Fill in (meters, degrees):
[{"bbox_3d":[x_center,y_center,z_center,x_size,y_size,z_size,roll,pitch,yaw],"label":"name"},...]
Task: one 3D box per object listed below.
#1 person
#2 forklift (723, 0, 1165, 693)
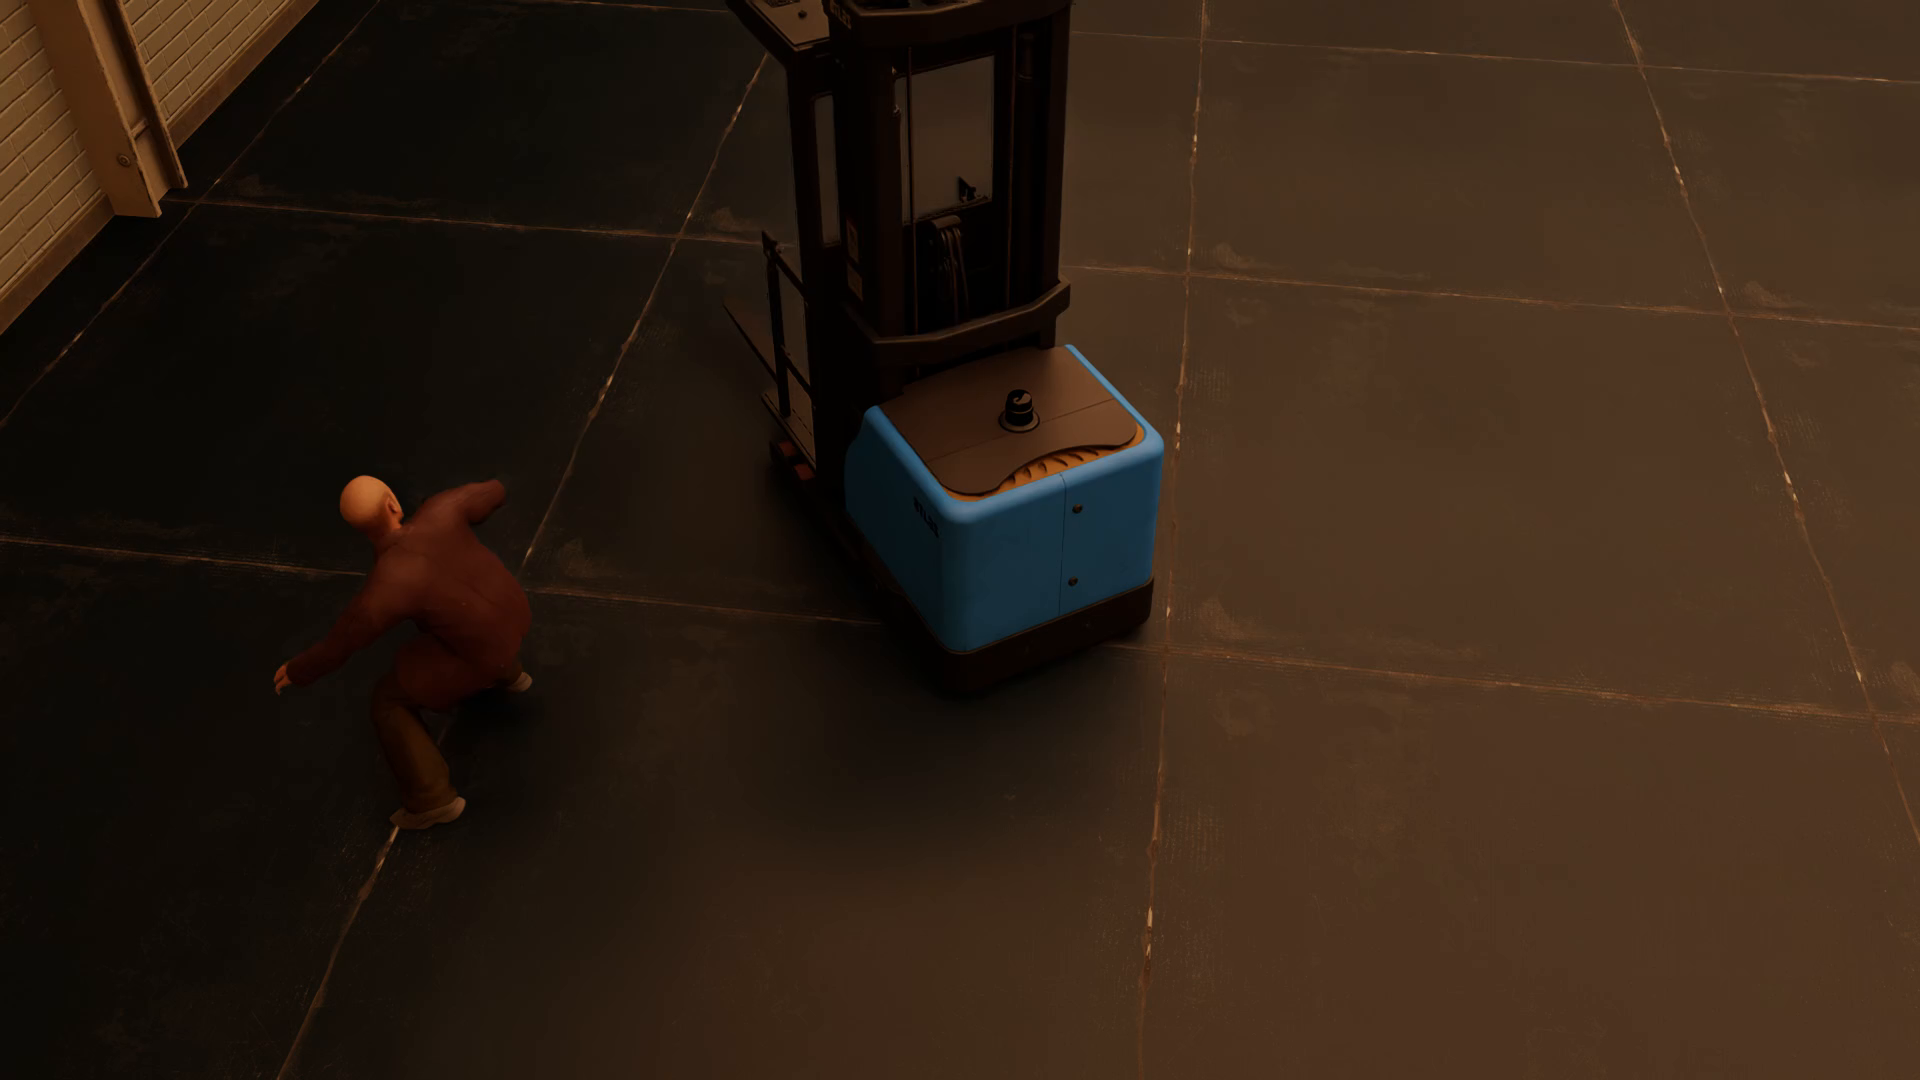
[{"bbox_3d":[-2.122,0.335,6.461,0.861,1.547,0.879,12,44,13],"label":"person"},{"bbox_3d":[-0.281,-1.422,7.272,1.130,2.935,3.031,-20,46,-20],"label":"forklift"}]
